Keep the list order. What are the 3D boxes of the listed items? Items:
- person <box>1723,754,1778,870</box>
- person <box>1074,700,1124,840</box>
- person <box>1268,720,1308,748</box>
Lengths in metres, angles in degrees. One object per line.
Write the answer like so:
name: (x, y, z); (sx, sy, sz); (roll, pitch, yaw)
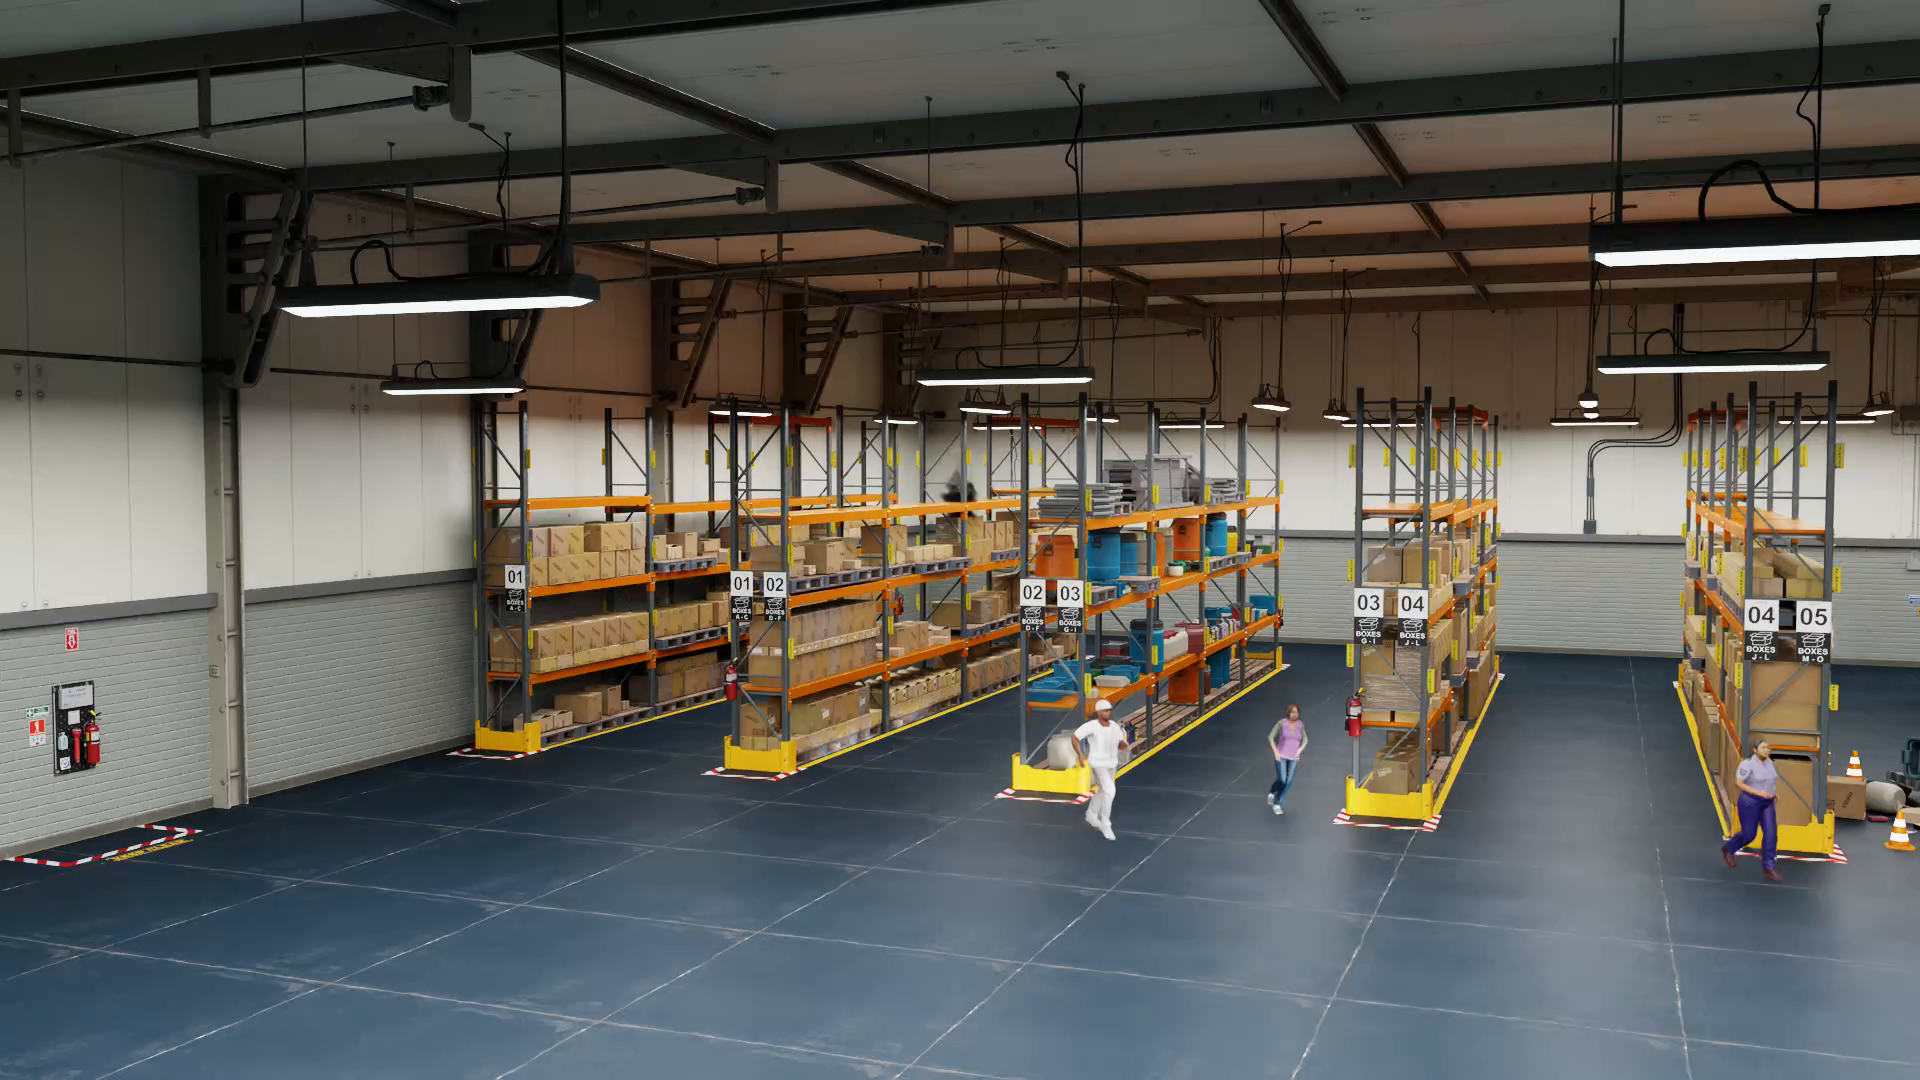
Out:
person: (9.568, 3.253, 20.067); (0.594, 1.376, 0.656); (-1, 3, -17)
person: (1.893, 3.040, 22.188); (0.646, 1.833, 0.707); (-2, 4, -41)
person: (4.663, 2.827, 23.565); (0.550, 0.564, 0.303); (0, 3, -6)
